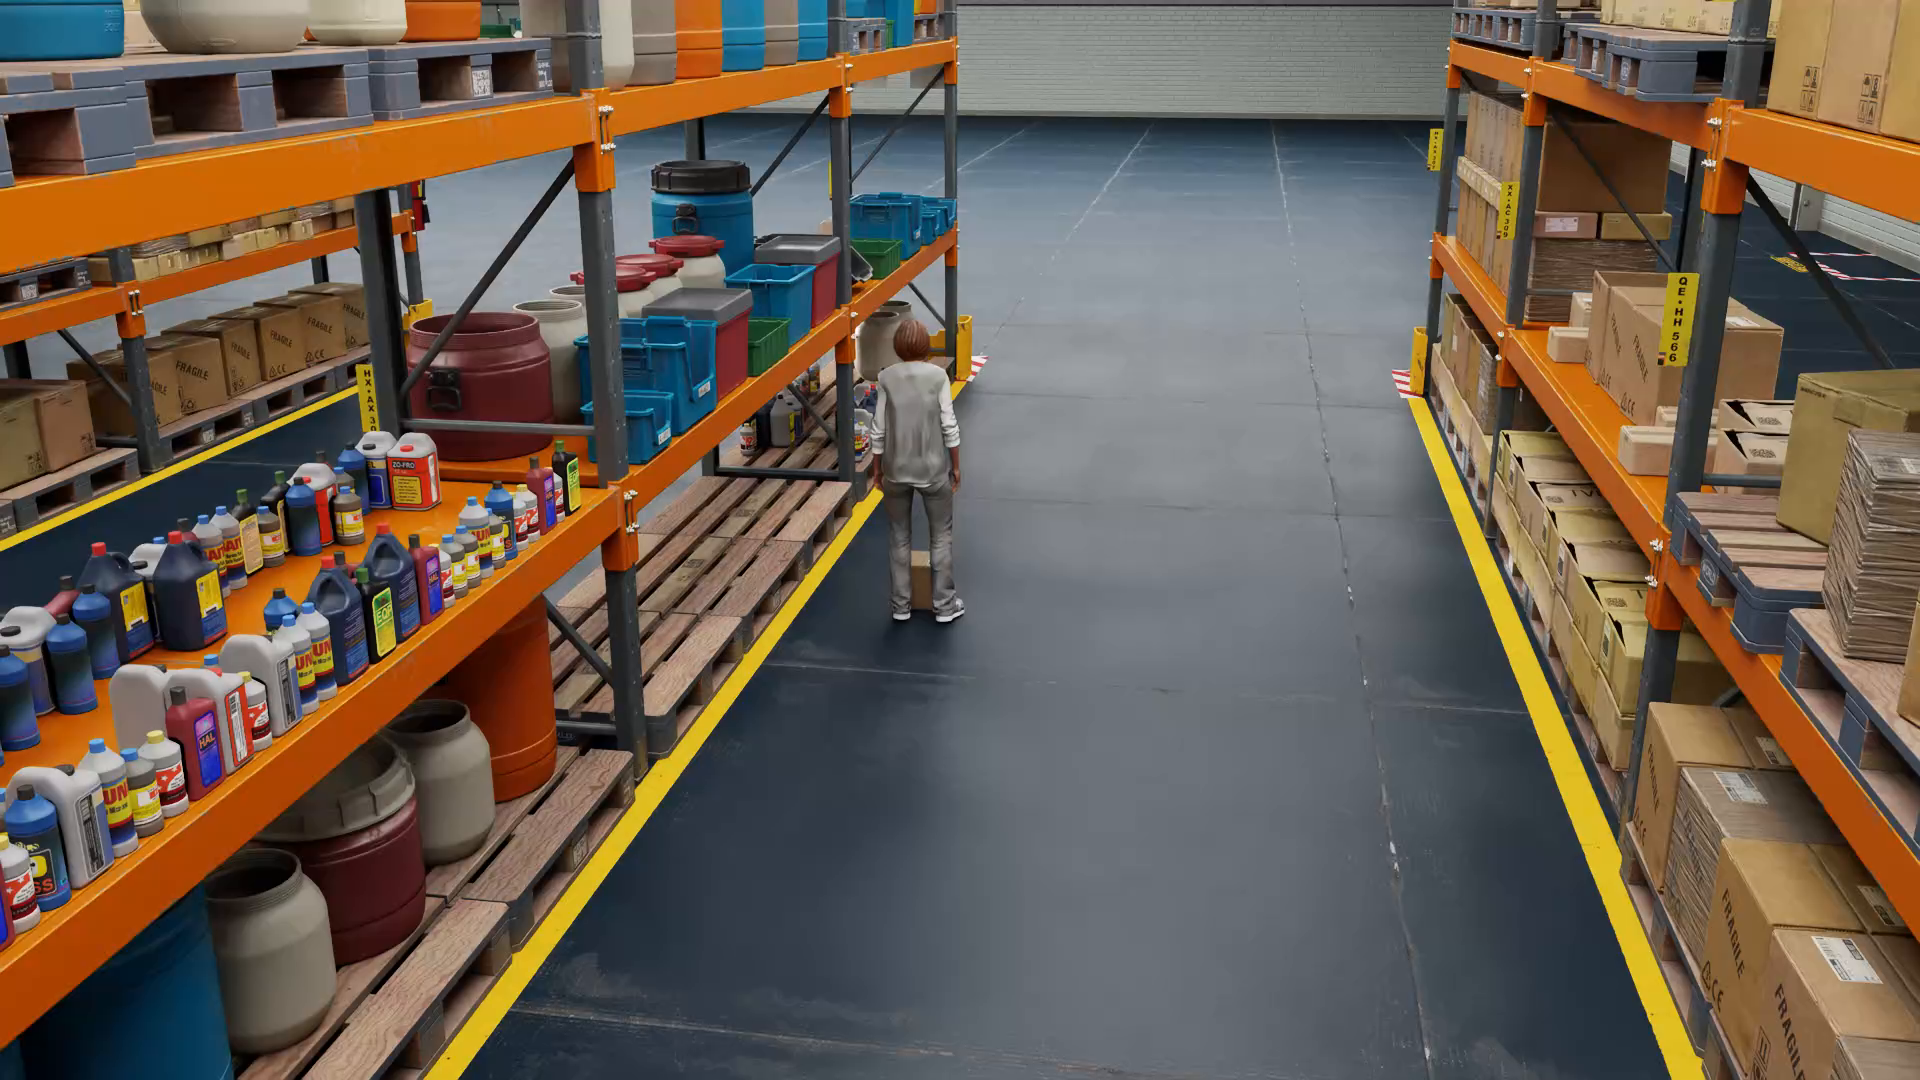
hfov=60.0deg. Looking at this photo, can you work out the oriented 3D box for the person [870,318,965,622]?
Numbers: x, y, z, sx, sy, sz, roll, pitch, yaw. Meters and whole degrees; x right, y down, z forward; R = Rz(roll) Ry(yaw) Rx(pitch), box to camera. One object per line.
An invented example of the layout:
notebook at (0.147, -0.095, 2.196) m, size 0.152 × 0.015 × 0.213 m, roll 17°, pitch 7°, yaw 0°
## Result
person at (-0.222, -0.345, 8.625) m, size 0.480 × 1.592 × 0.349 m, roll 2°, pitch 18°, yaw 5°
